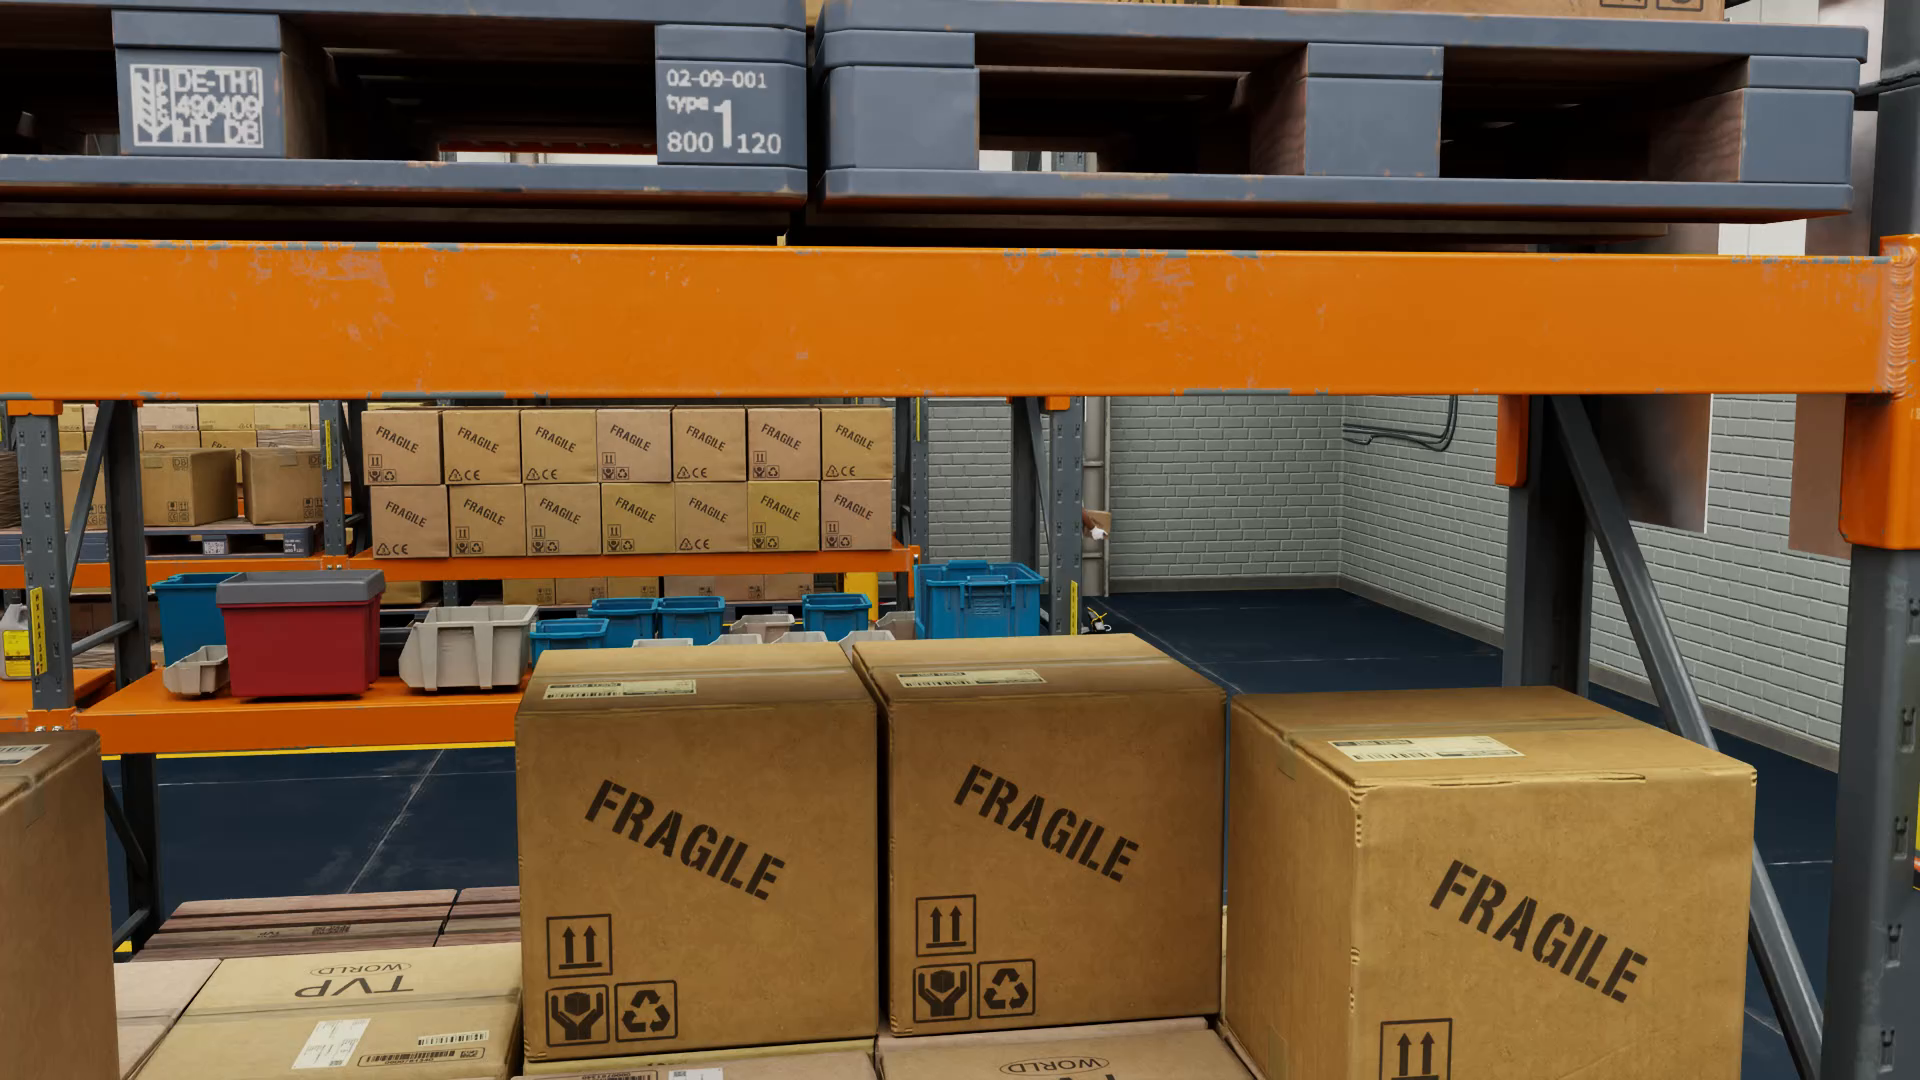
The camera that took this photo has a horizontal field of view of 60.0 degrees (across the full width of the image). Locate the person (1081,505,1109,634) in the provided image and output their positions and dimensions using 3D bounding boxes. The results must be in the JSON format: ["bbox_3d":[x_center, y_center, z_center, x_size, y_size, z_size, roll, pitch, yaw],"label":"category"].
[{"bbox_3d":[1.124,0.005,16.099,0.574,1.778,0.487,-1,6,-8],"label":"person"}]
